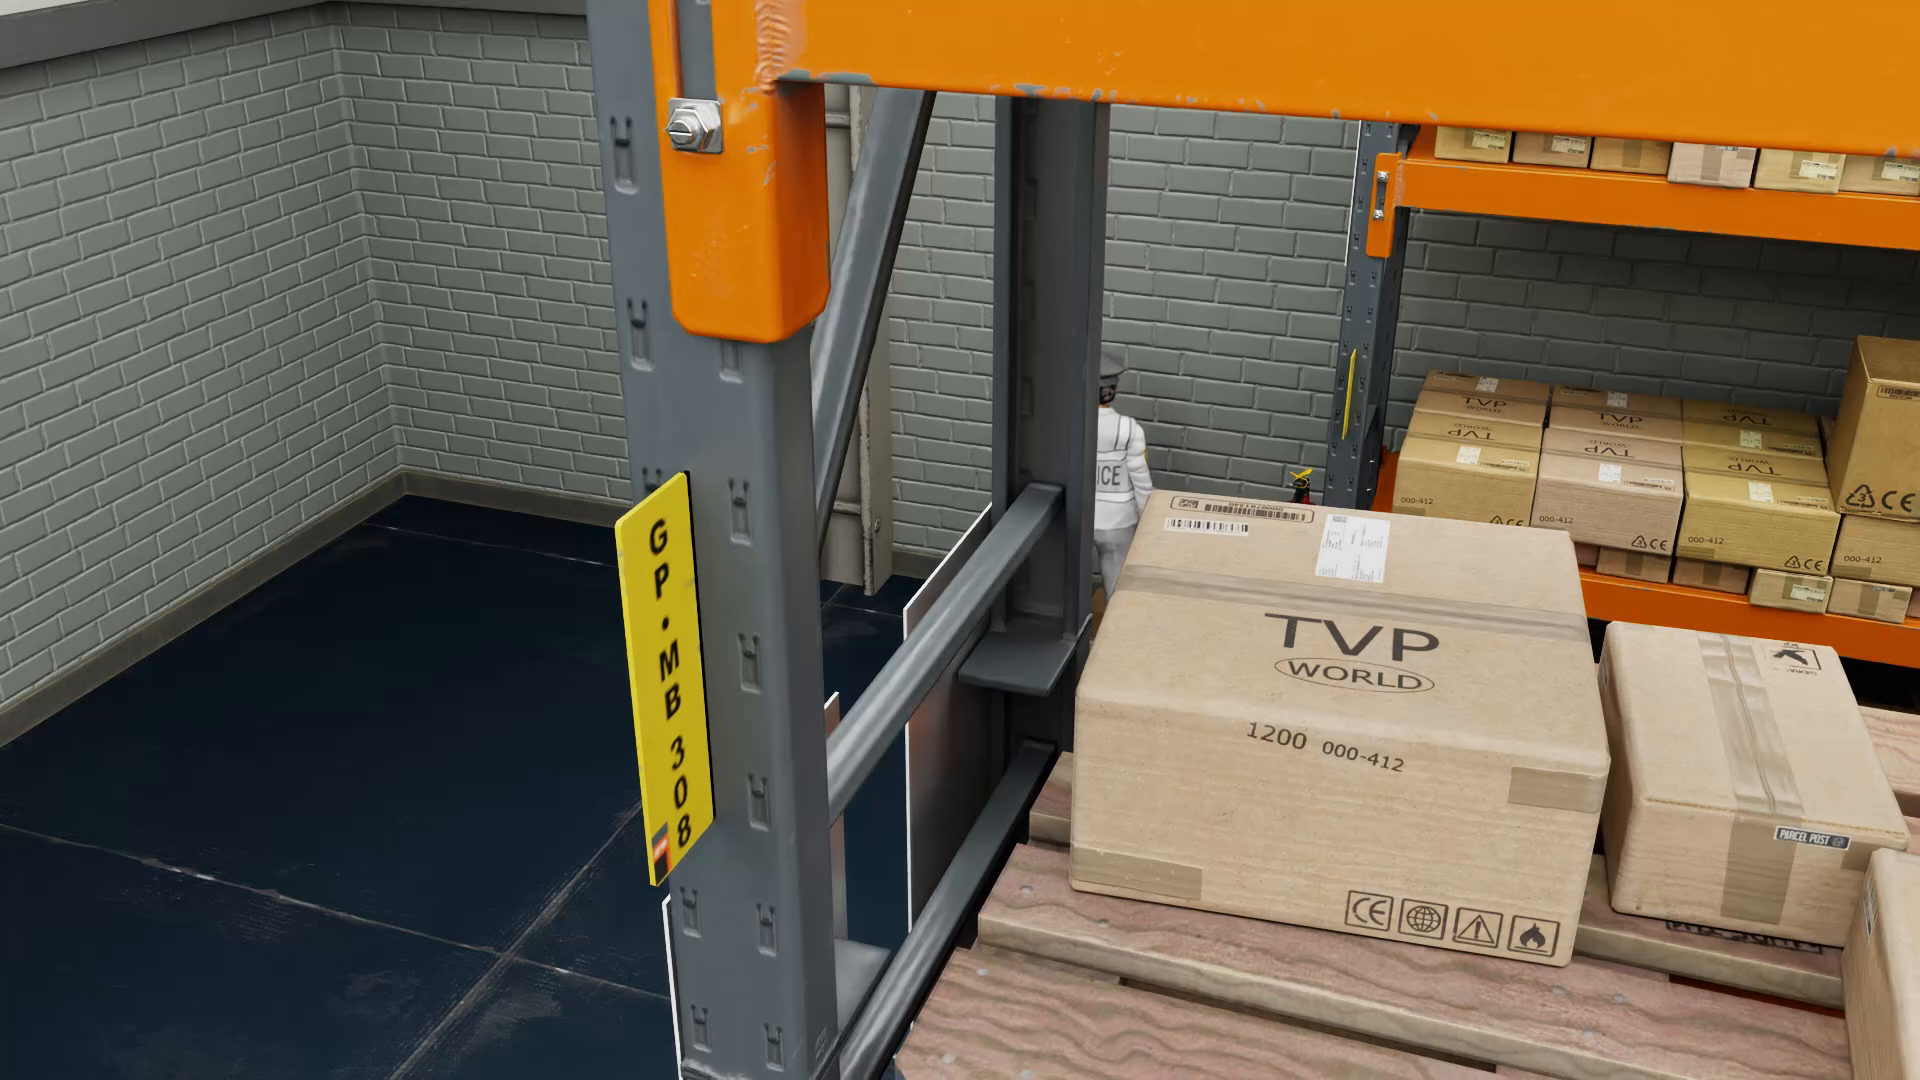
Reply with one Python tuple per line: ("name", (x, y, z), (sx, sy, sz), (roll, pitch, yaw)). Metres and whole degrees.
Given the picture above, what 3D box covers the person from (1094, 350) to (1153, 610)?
("person", (0.669, -0.048, 7.716), (0.585, 1.648, 0.725), (8, 27, 16))
